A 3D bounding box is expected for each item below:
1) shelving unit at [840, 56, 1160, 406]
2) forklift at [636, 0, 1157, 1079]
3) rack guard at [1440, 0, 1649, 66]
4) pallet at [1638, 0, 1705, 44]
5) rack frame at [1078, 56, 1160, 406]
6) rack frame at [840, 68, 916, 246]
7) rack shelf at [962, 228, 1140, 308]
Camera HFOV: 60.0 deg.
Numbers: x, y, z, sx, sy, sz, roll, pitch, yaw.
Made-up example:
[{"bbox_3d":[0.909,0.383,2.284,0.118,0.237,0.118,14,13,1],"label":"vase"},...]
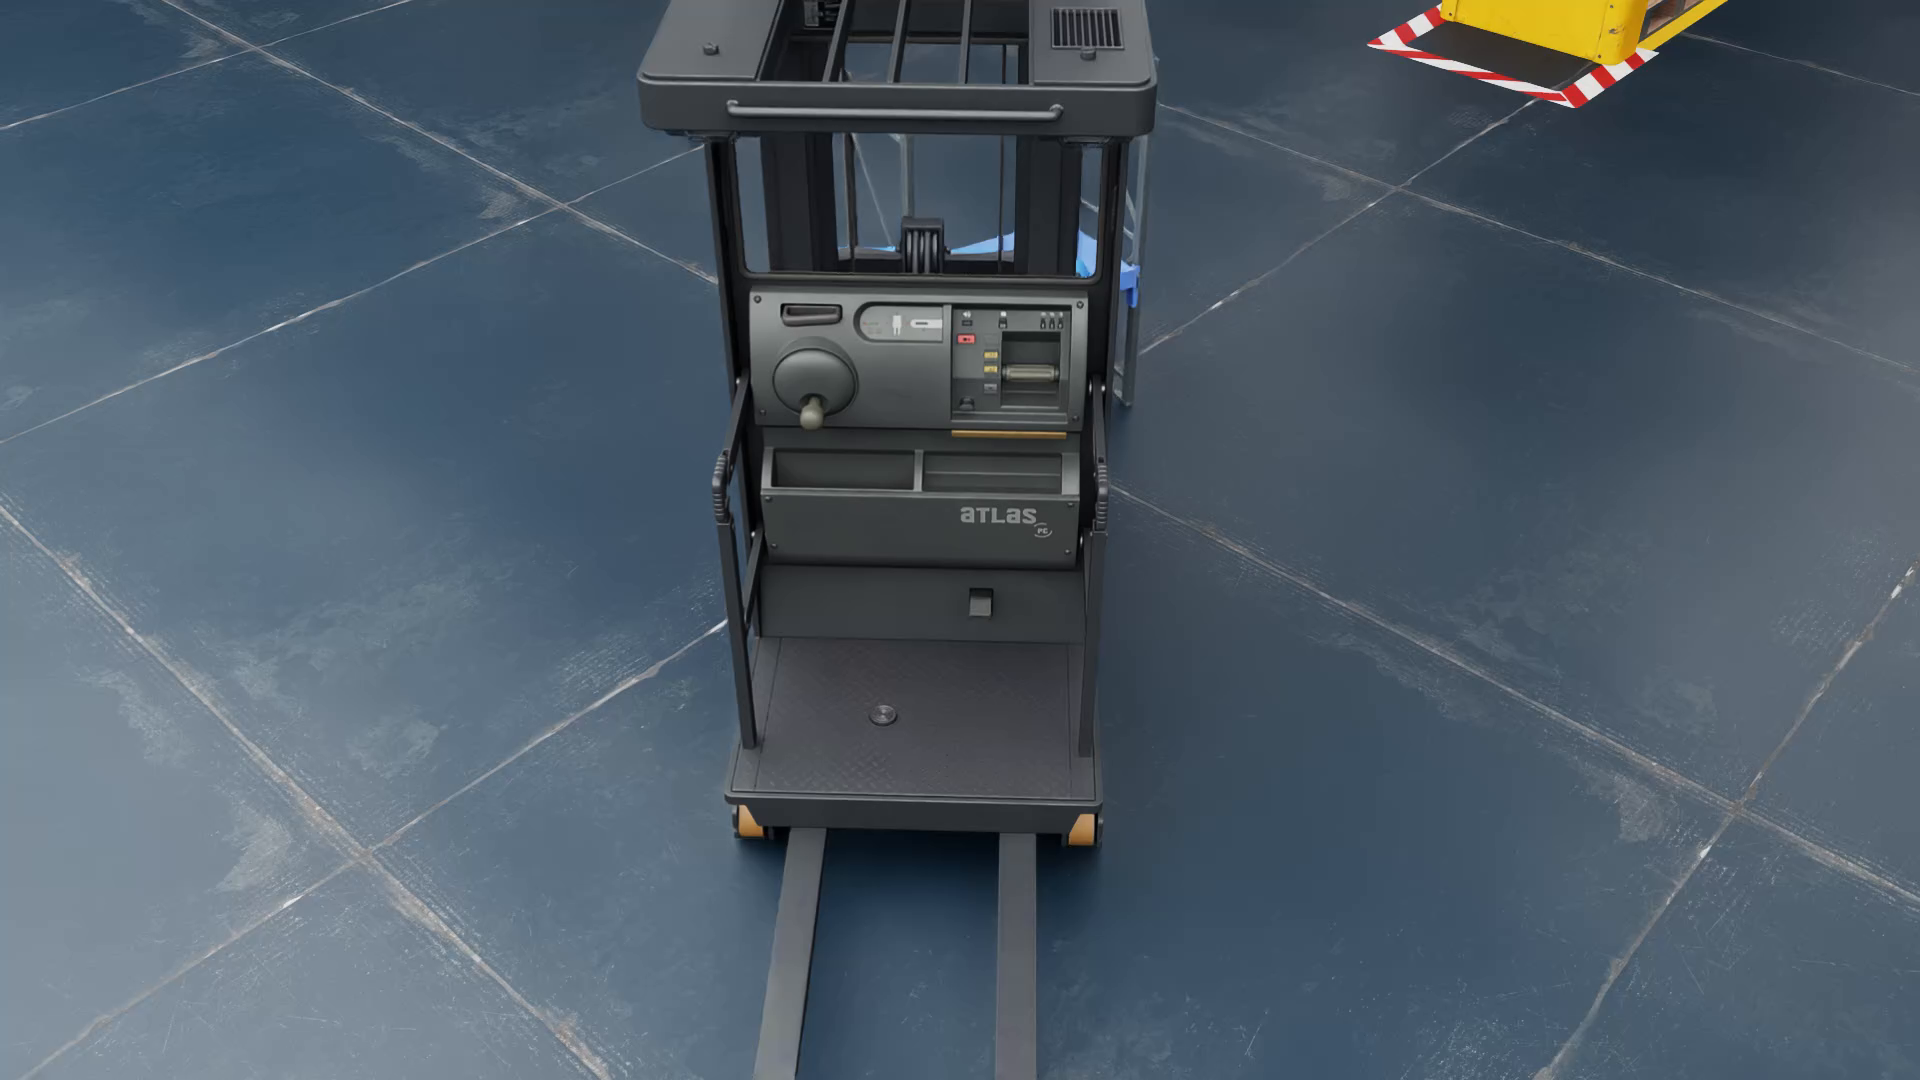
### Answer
[{"bbox_3d":[0.147,-1.130,6.466,1.048,1.500,0.538,-20,43,-23],"label":"shelving unit"},{"bbox_3d":[-0.120,-0.420,4.424,1.130,2.935,3.031,1,39,2],"label":"forklift"},{"bbox_3d":[3.506,-3.284,9.979,1.175,0.500,0.348,30,47,32],"label":"rack guard"},{"bbox_3d":[4.081,-3.530,10.519,1.003,0.211,1.213,30,47,32],"label":"pallet"},{"bbox_3d":[0.588,-1.288,6.665,0.032,1.500,0.500,-20,43,-23],"label":"rack frame"},{"bbox_3d":[-0.293,-0.972,6.268,0.032,1.500,0.500,-20,43,-23],"label":"rack frame"},{"bbox_3d":[0.147,-0.989,6.578,1.000,0.185,0.538,-20,43,-23],"label":"rack shelf"}]
